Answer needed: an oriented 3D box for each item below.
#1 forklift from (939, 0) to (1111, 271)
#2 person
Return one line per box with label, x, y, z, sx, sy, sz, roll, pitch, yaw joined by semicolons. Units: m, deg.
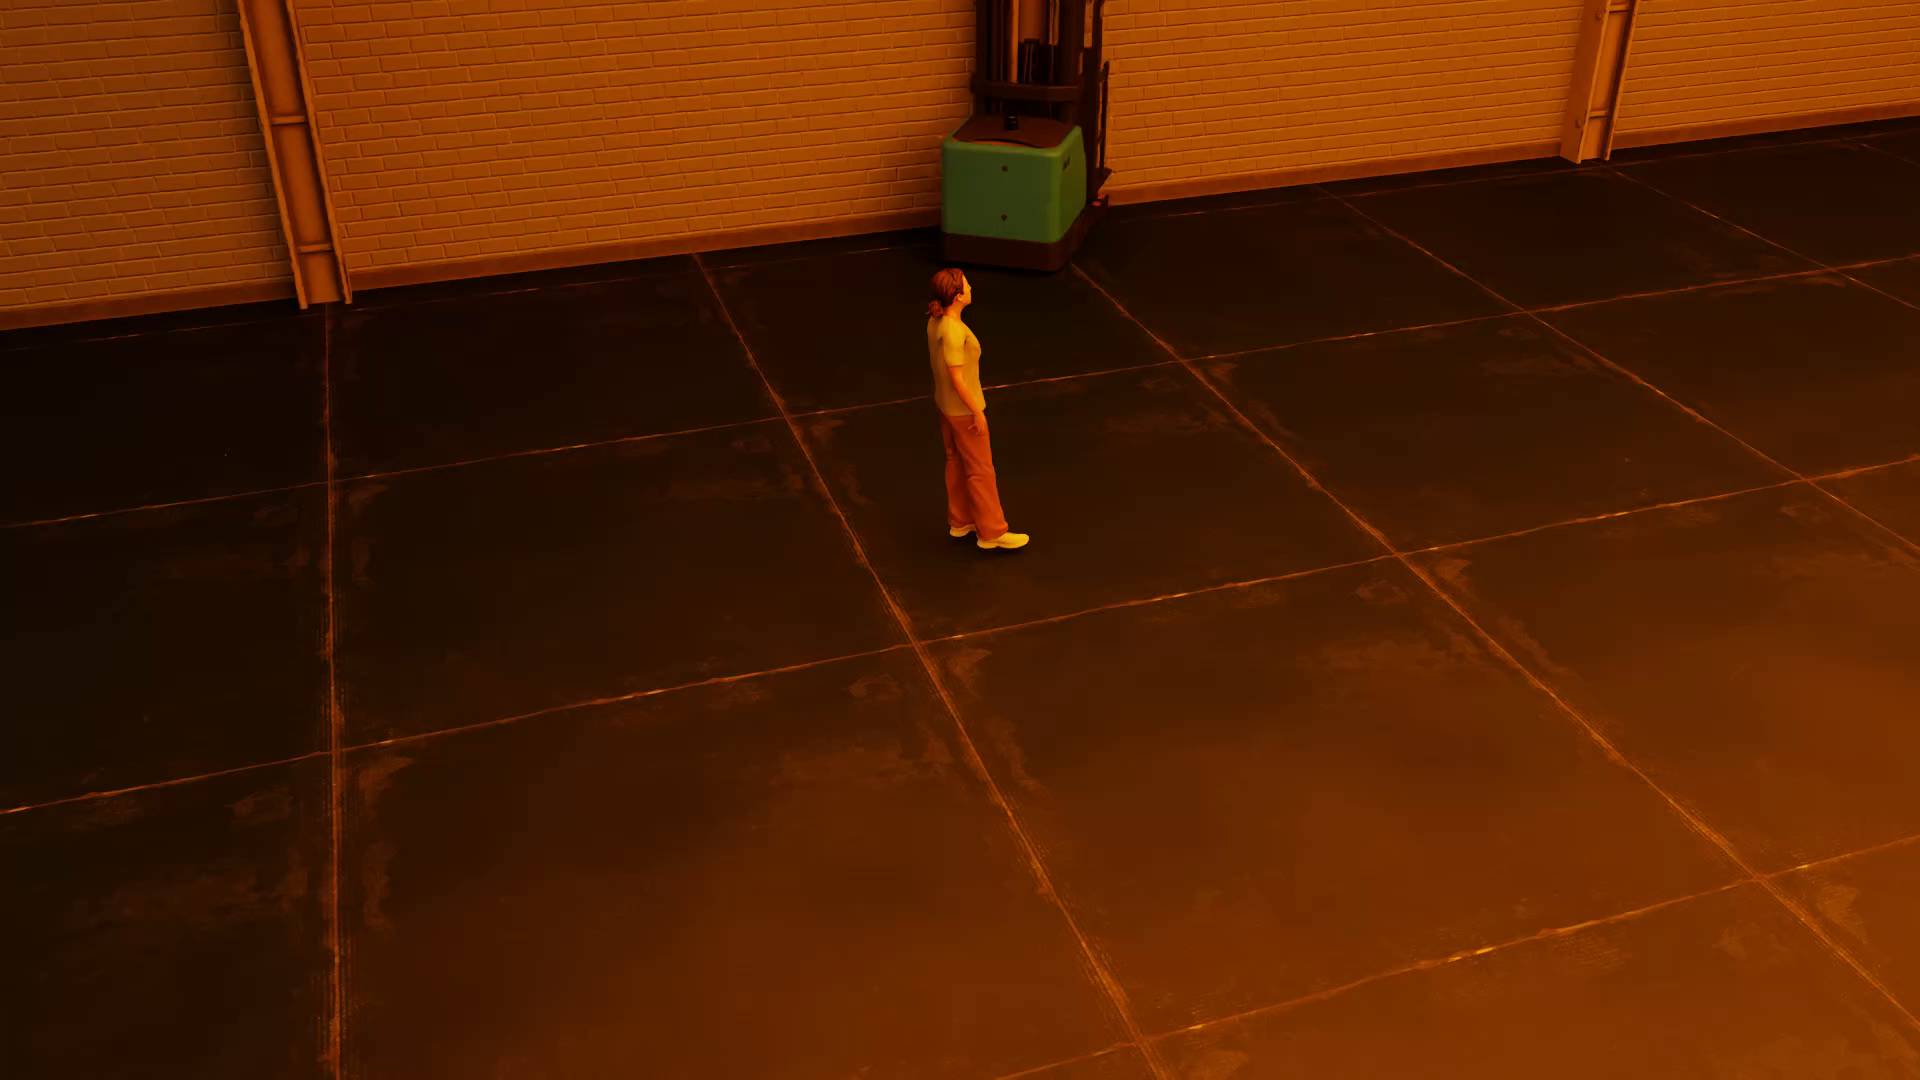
forklift;0.732;-4.213;14.409;1.130;2.935;3.031;8;31;14
person;0.074;-0.774;9.595;0.547;1.673;0.553;-10;31;-16
